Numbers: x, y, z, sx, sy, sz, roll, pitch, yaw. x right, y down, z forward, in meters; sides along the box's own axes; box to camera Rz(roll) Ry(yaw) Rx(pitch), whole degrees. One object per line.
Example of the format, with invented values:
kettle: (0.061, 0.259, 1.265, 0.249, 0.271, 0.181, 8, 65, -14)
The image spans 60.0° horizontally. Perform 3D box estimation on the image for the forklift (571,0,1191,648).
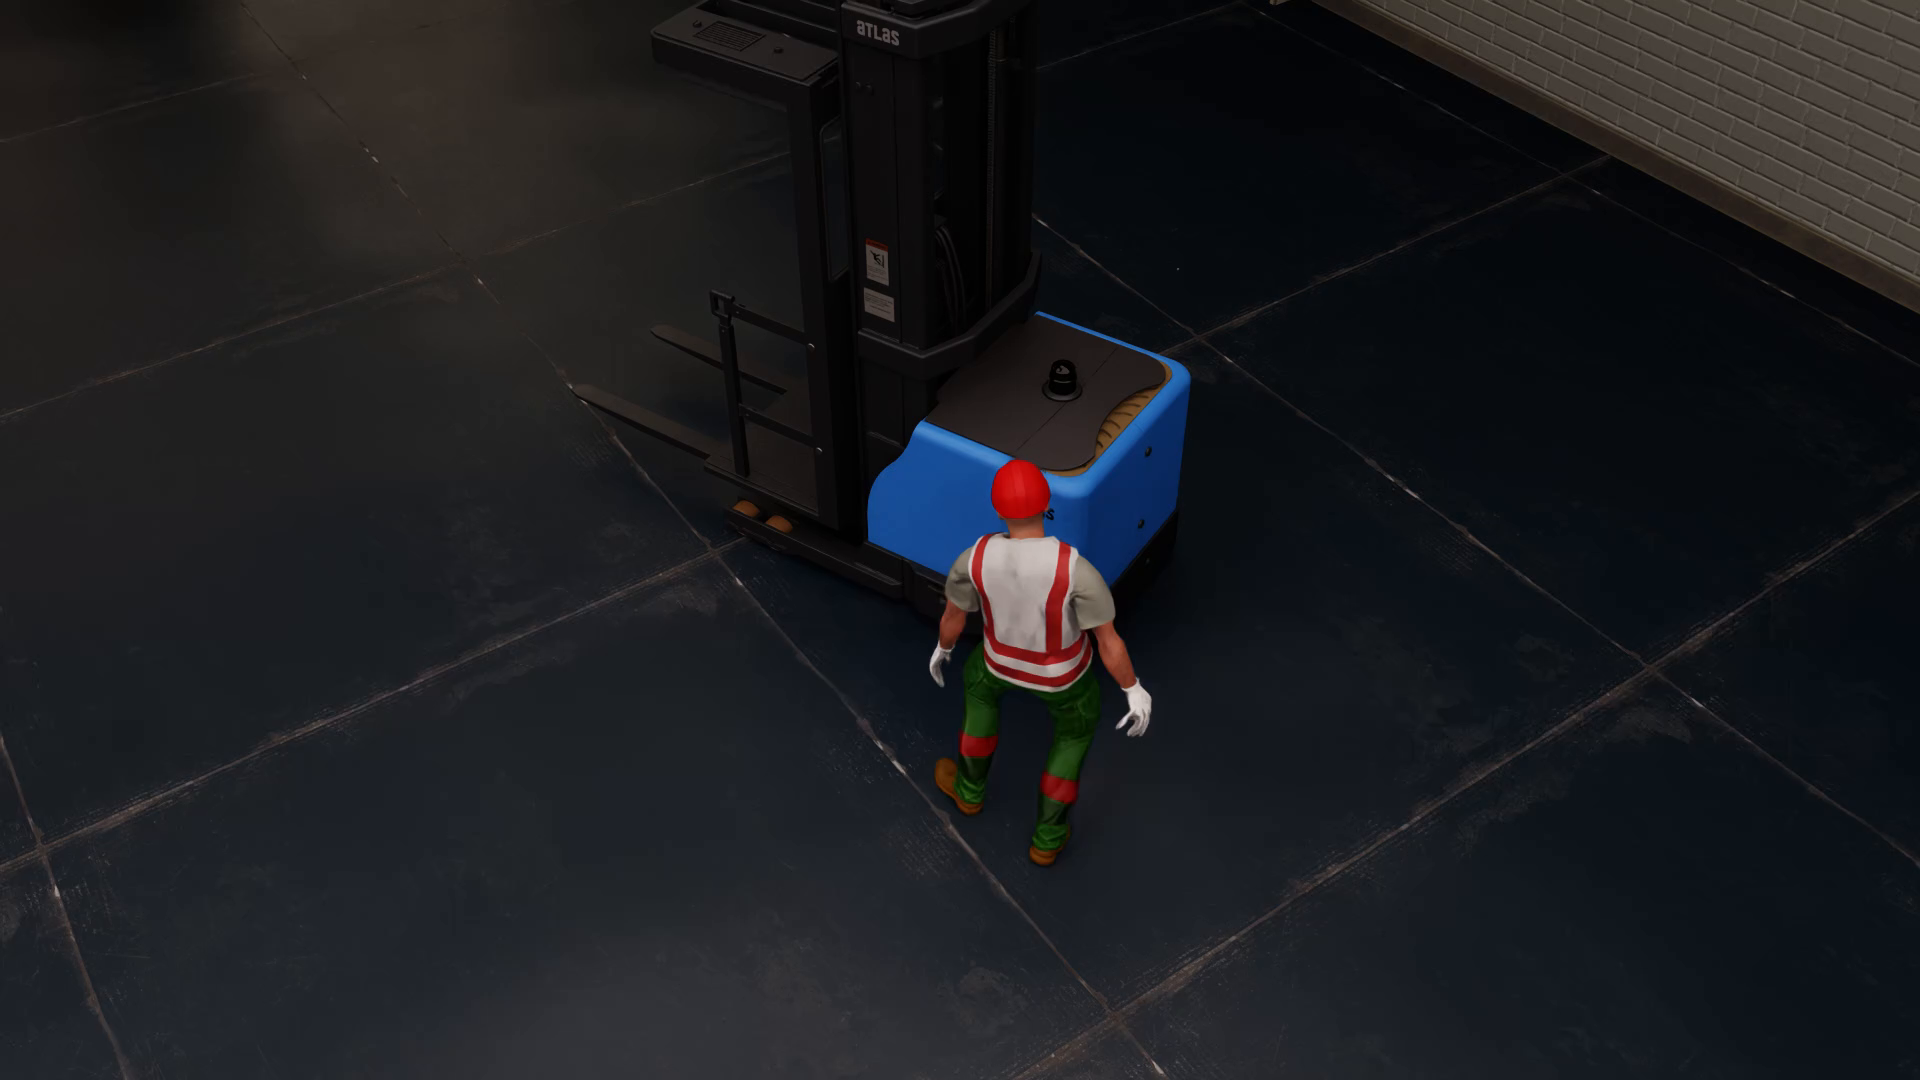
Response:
forklift: (-0.511, -1.302, 7.129, 3.031, 2.935, 1.130, 24, 48, 24)

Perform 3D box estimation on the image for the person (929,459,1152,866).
person: (0.287, 0.485, 6.115, 0.894, 1.734, 0.503, 16, 45, 17)
